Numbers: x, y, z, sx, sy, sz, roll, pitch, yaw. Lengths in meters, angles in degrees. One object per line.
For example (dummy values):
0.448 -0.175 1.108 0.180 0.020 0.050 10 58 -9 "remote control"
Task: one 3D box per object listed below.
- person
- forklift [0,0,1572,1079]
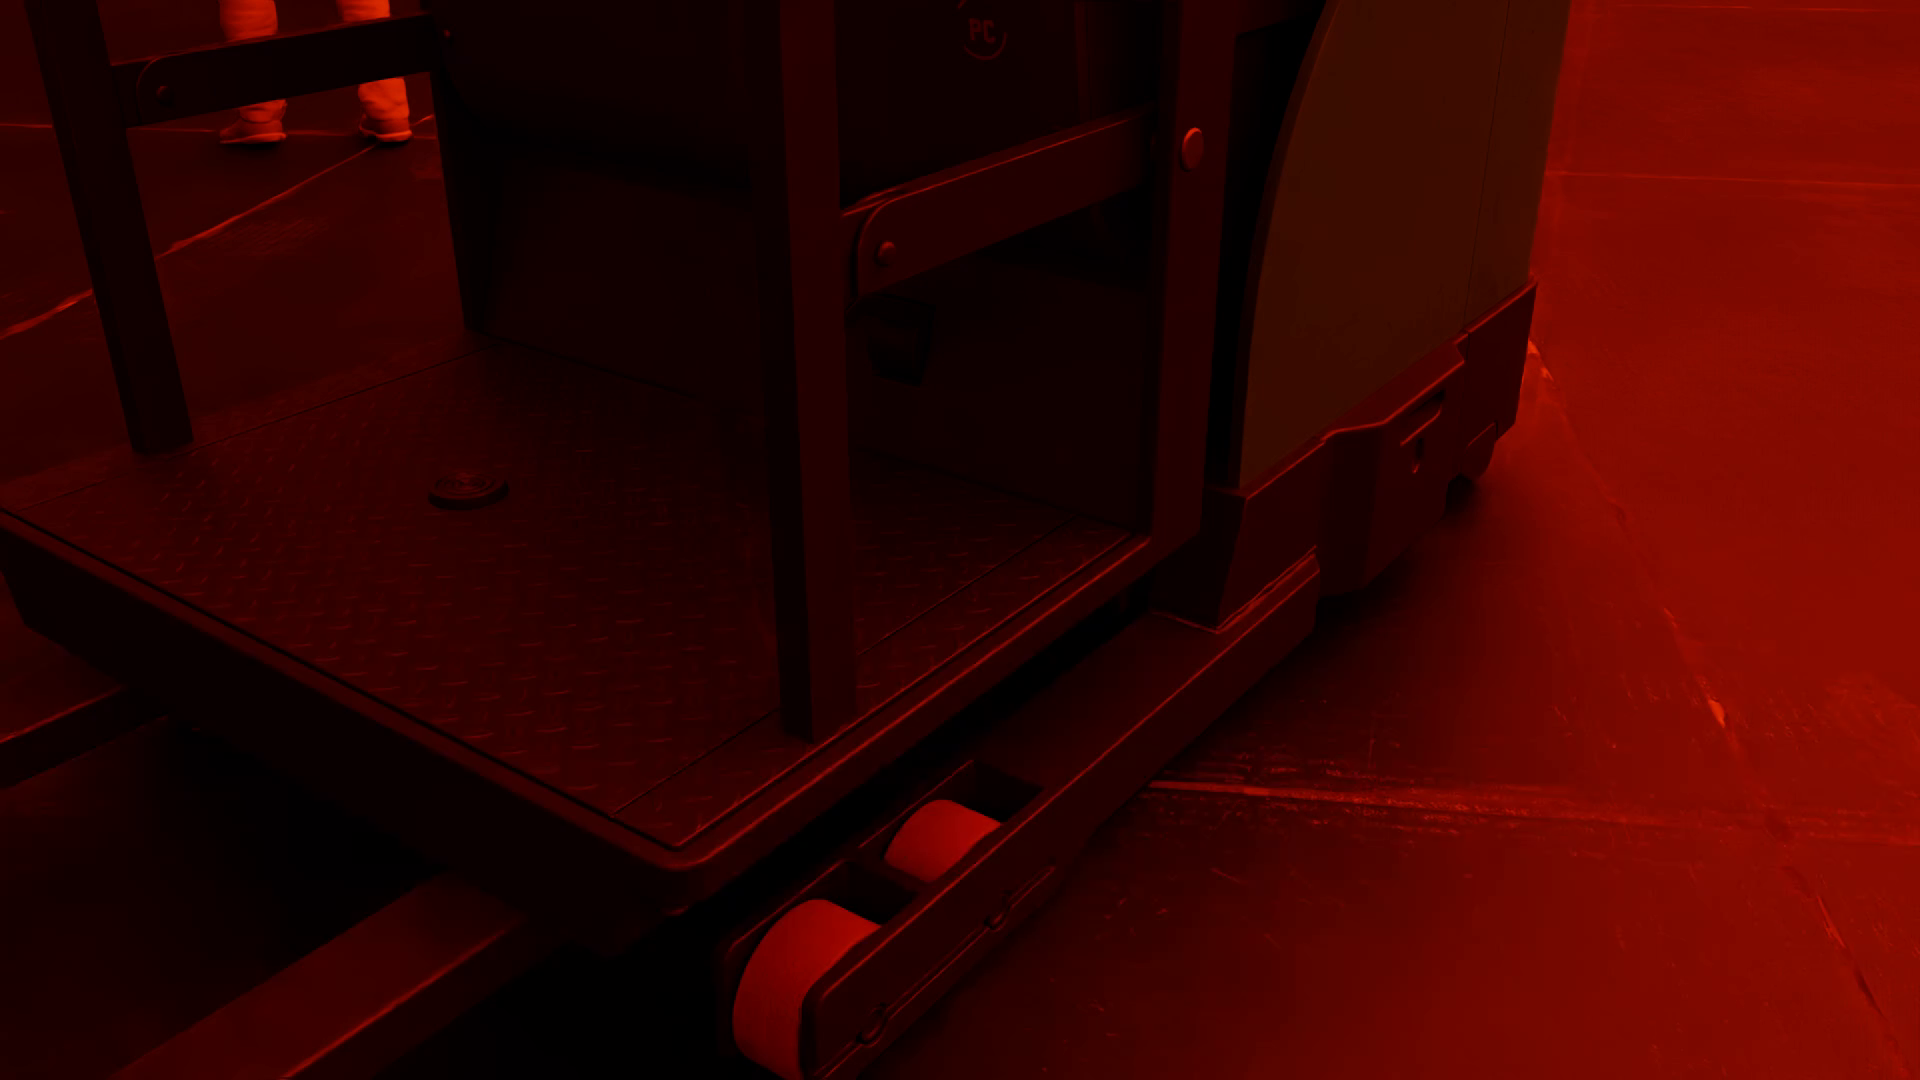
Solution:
-1.831 -1.897 4.480 0.561 1.686 0.475 -16 31 -29 "person"
-0.360 -1.062 1.345 1.130 2.935 3.031 18 32 32 "forklift"
